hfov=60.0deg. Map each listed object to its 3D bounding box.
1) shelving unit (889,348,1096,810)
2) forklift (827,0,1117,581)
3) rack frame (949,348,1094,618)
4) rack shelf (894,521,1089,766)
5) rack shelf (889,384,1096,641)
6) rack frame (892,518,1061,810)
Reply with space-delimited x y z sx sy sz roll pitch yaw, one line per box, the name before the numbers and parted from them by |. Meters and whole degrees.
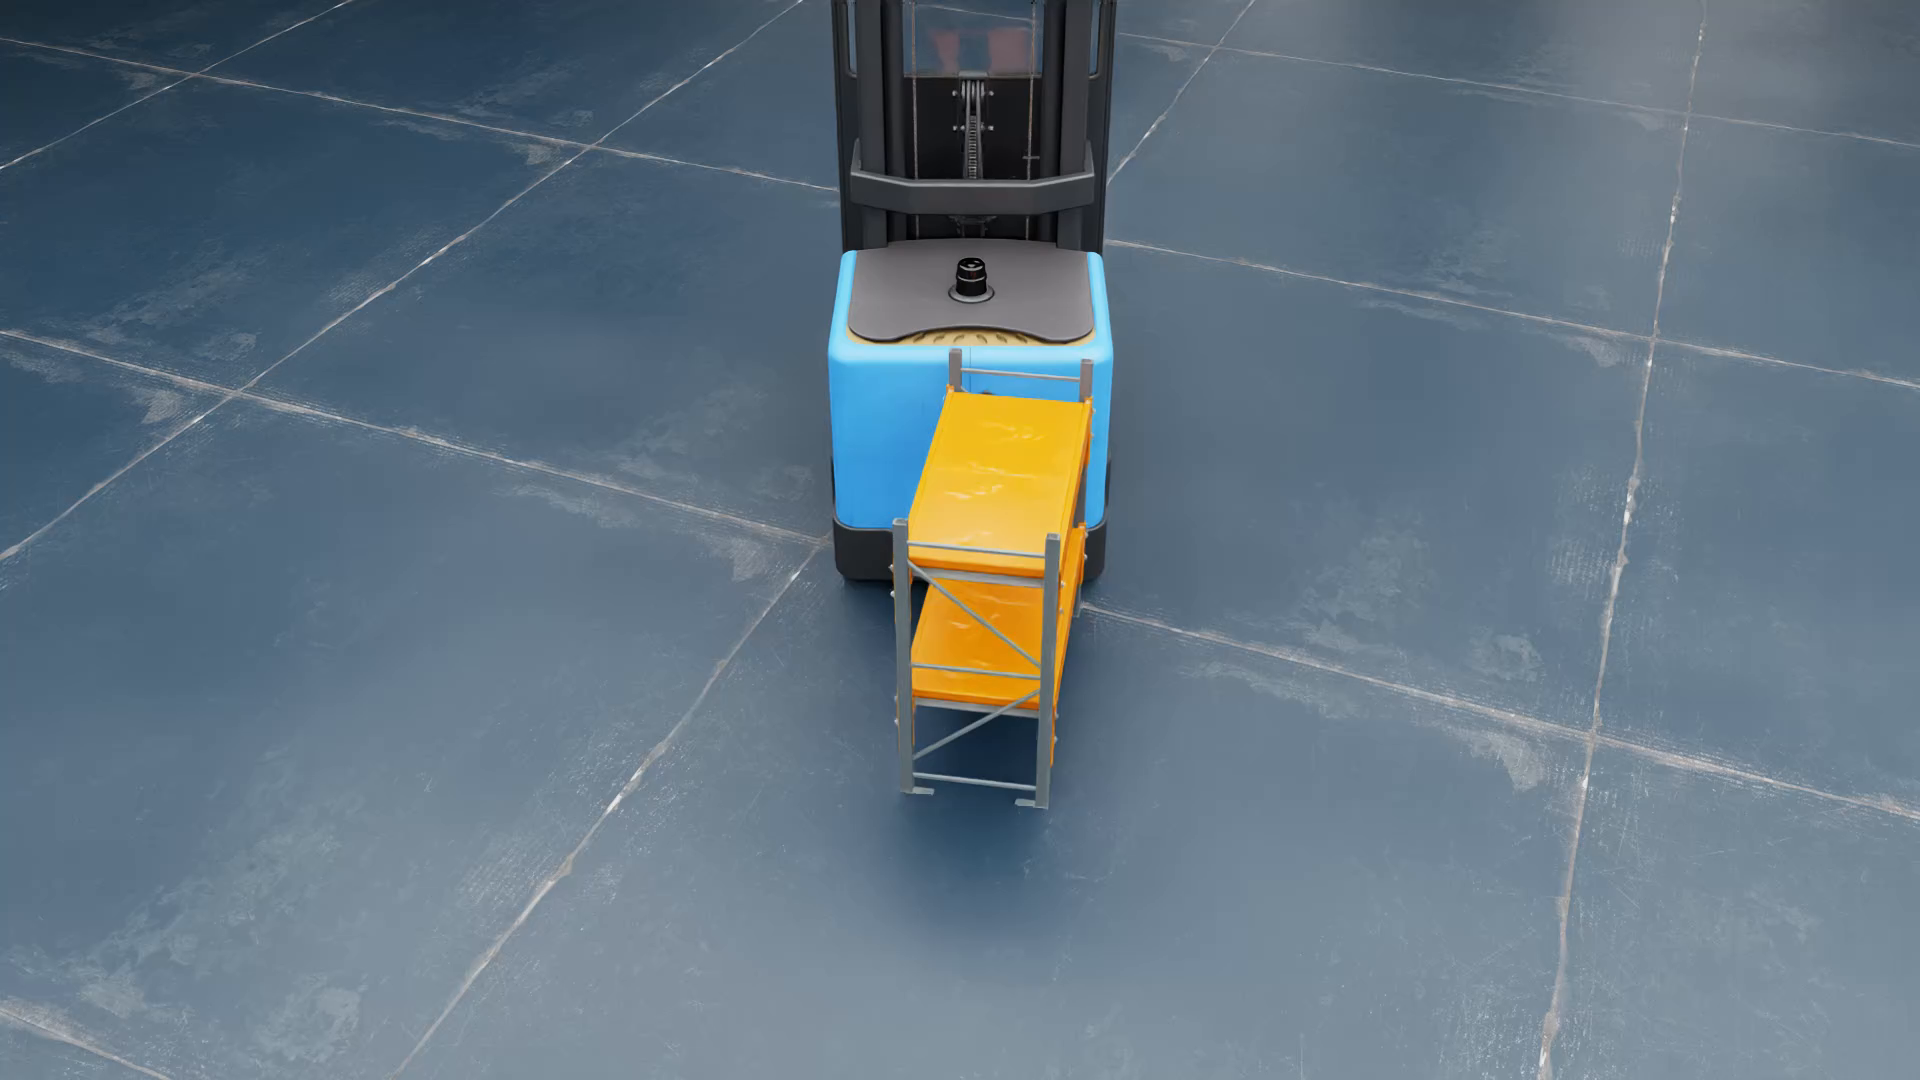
shelving unit | 0.129 0.117 5.655 0.538 1.125 1.048 5 37 7
forklift | 0.055 -1.865 6.797 1.130 2.935 3.031 0 37 1
rack frame | 0.210 -0.184 6.057 0.500 1.125 0.032 5 37 7
rack shelf | 0.129 0.312 5.801 0.538 0.278 1.000 5 37 7
rack shelf | 0.129 -0.118 5.479 0.538 0.278 1.000 5 37 7
rack frame | 0.048 0.417 5.253 0.500 1.125 0.032 5 37 7
